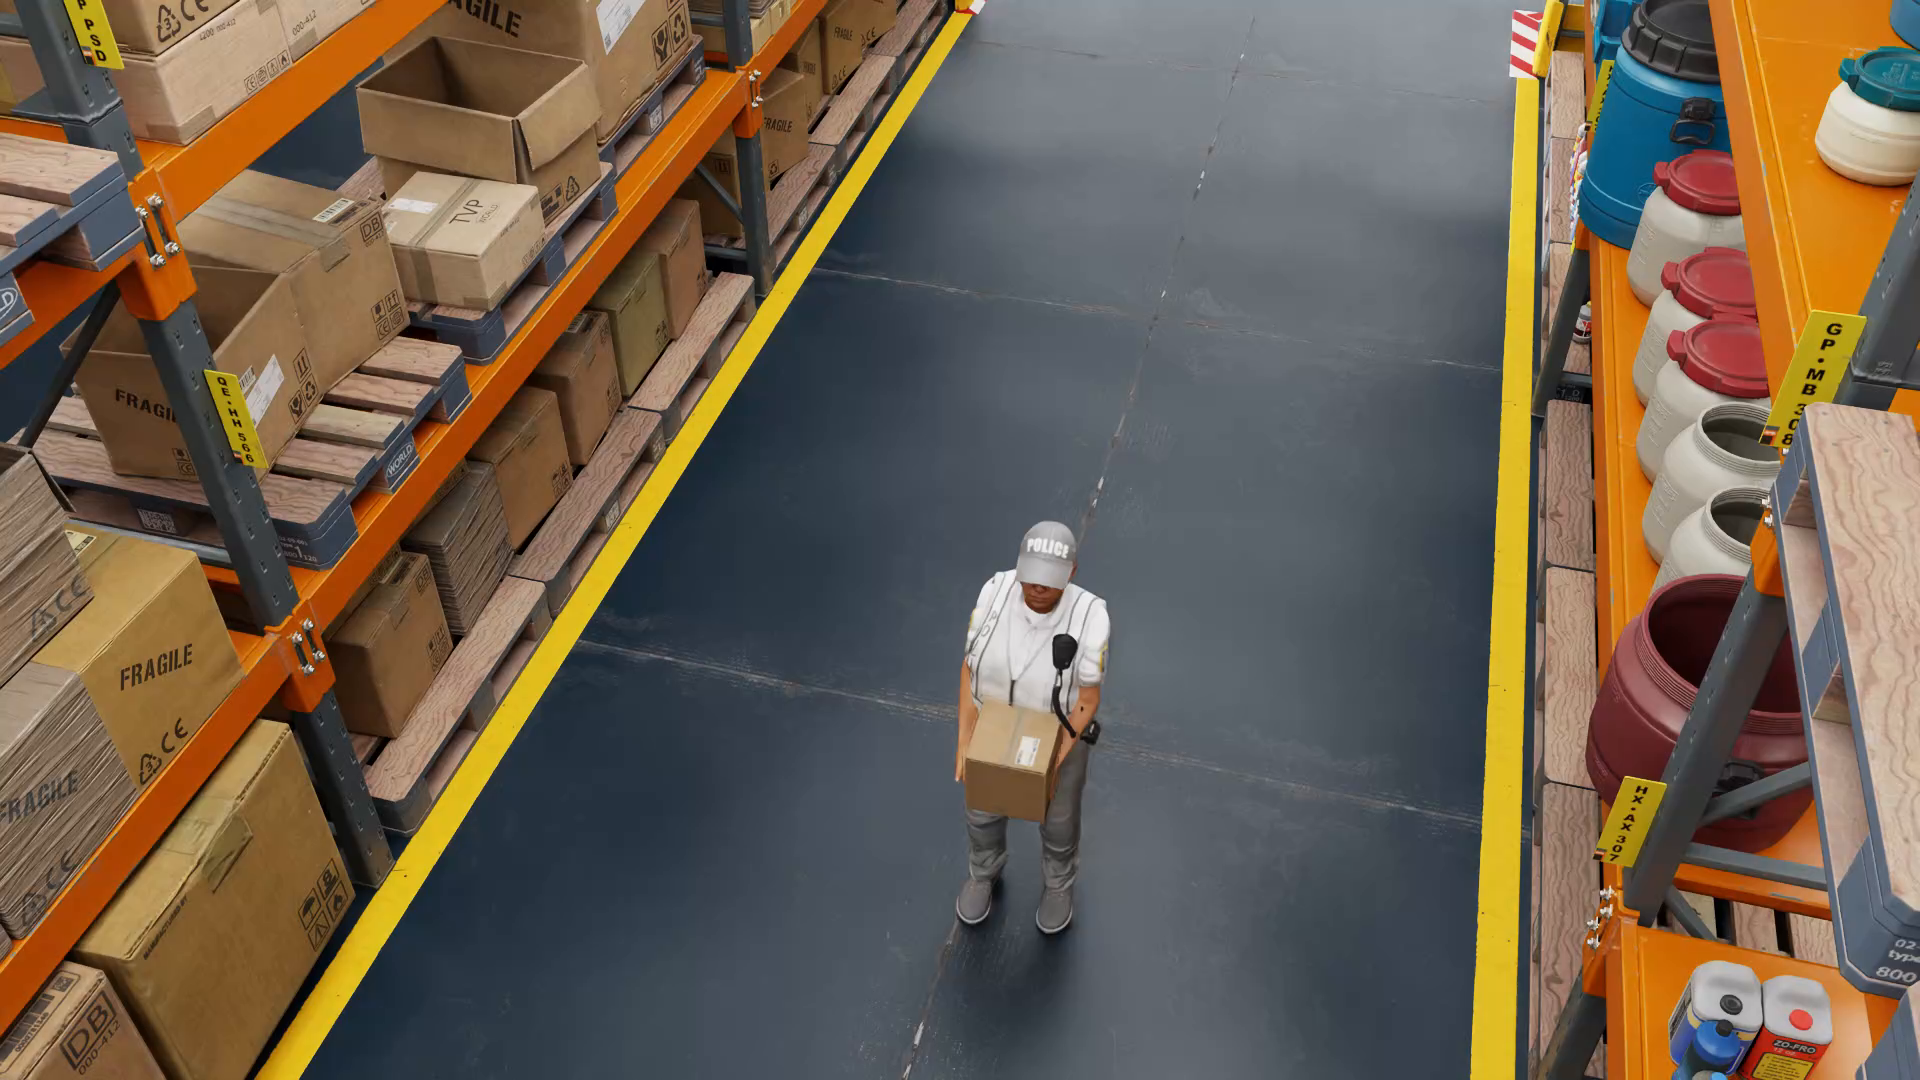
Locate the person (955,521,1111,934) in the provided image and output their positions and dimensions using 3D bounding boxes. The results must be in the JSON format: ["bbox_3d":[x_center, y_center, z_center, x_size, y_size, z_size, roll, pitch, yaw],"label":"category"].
[{"bbox_3d":[0.212,0.665,5.399,0.457,1.662,0.532,13,43,15],"label":"person"}]
